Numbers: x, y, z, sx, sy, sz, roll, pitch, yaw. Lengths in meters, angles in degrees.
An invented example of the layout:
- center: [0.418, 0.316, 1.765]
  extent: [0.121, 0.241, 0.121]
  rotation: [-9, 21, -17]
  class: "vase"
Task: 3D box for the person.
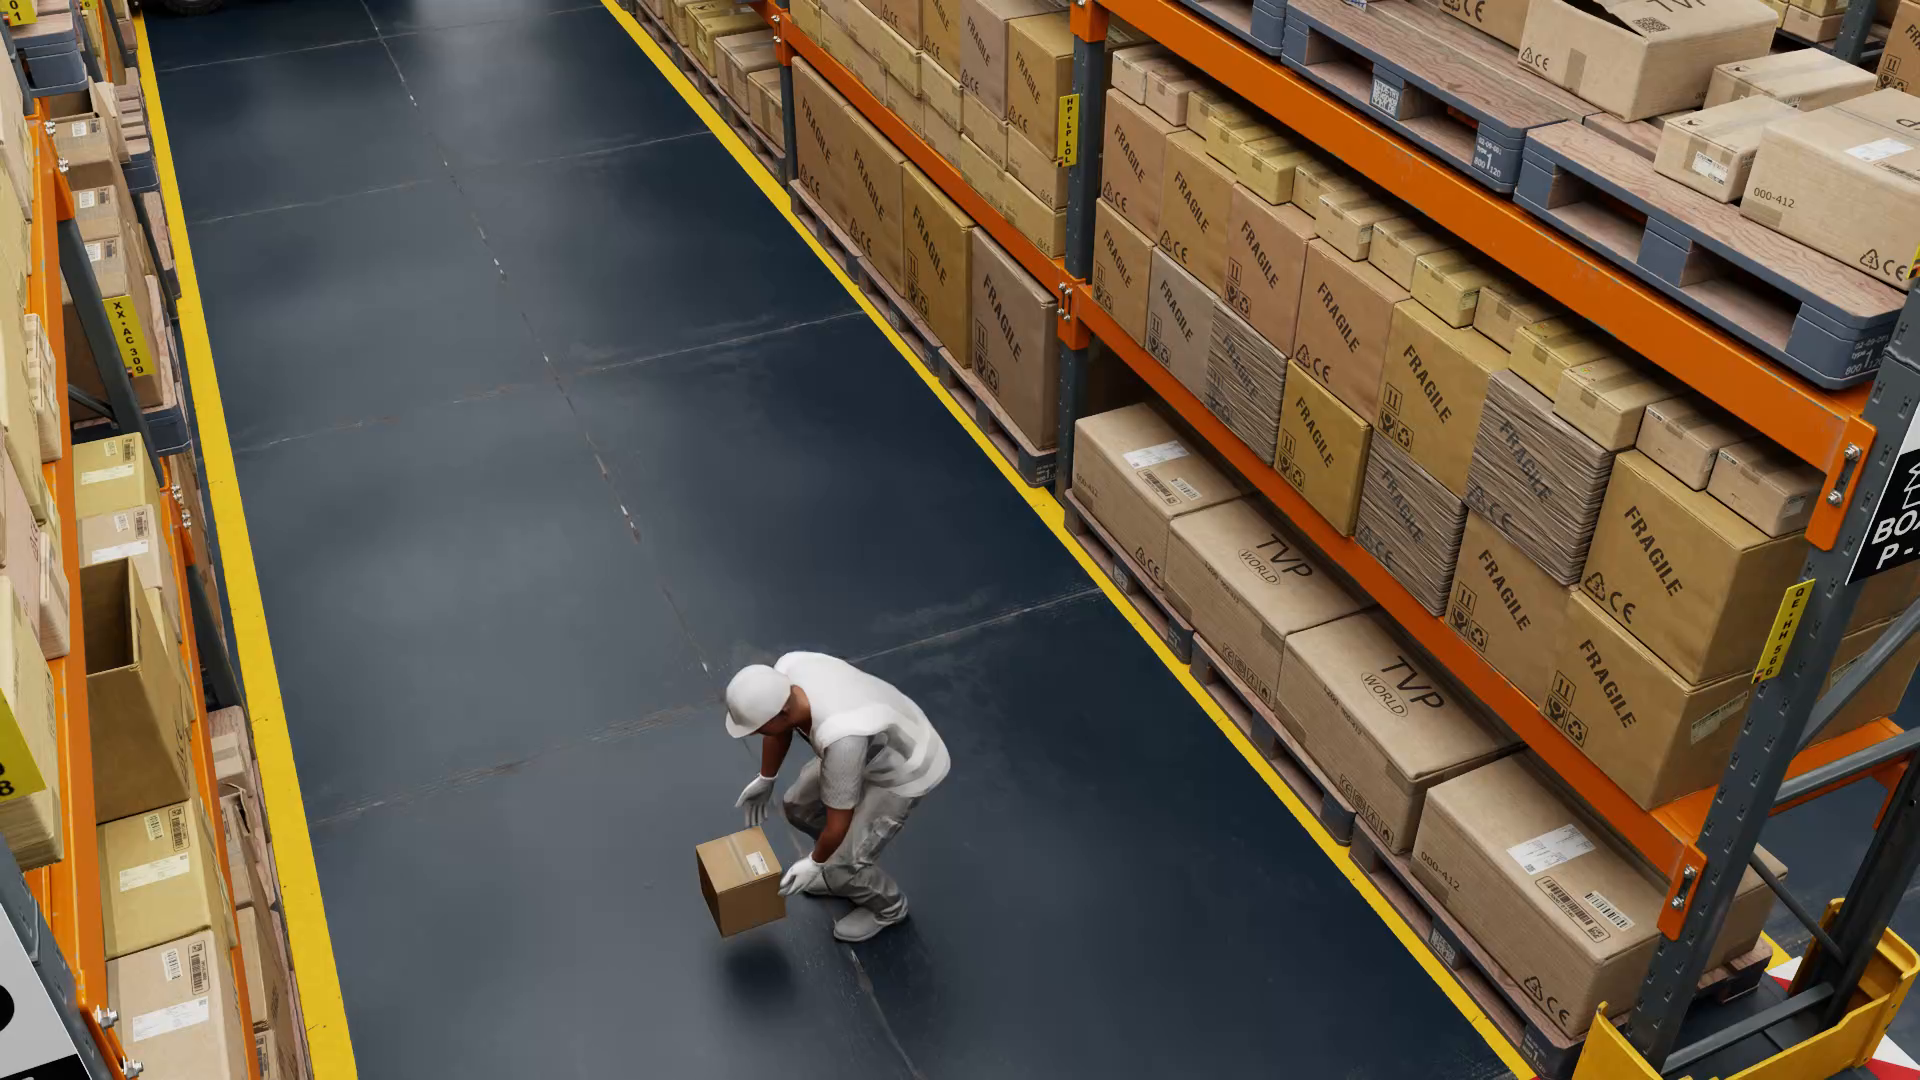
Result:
- center: [-0.423, 0.899, 6.004]
  extent: [0.801, 1.352, 0.613]
  rotation: [-16, 40, -20]
  class: "person"
